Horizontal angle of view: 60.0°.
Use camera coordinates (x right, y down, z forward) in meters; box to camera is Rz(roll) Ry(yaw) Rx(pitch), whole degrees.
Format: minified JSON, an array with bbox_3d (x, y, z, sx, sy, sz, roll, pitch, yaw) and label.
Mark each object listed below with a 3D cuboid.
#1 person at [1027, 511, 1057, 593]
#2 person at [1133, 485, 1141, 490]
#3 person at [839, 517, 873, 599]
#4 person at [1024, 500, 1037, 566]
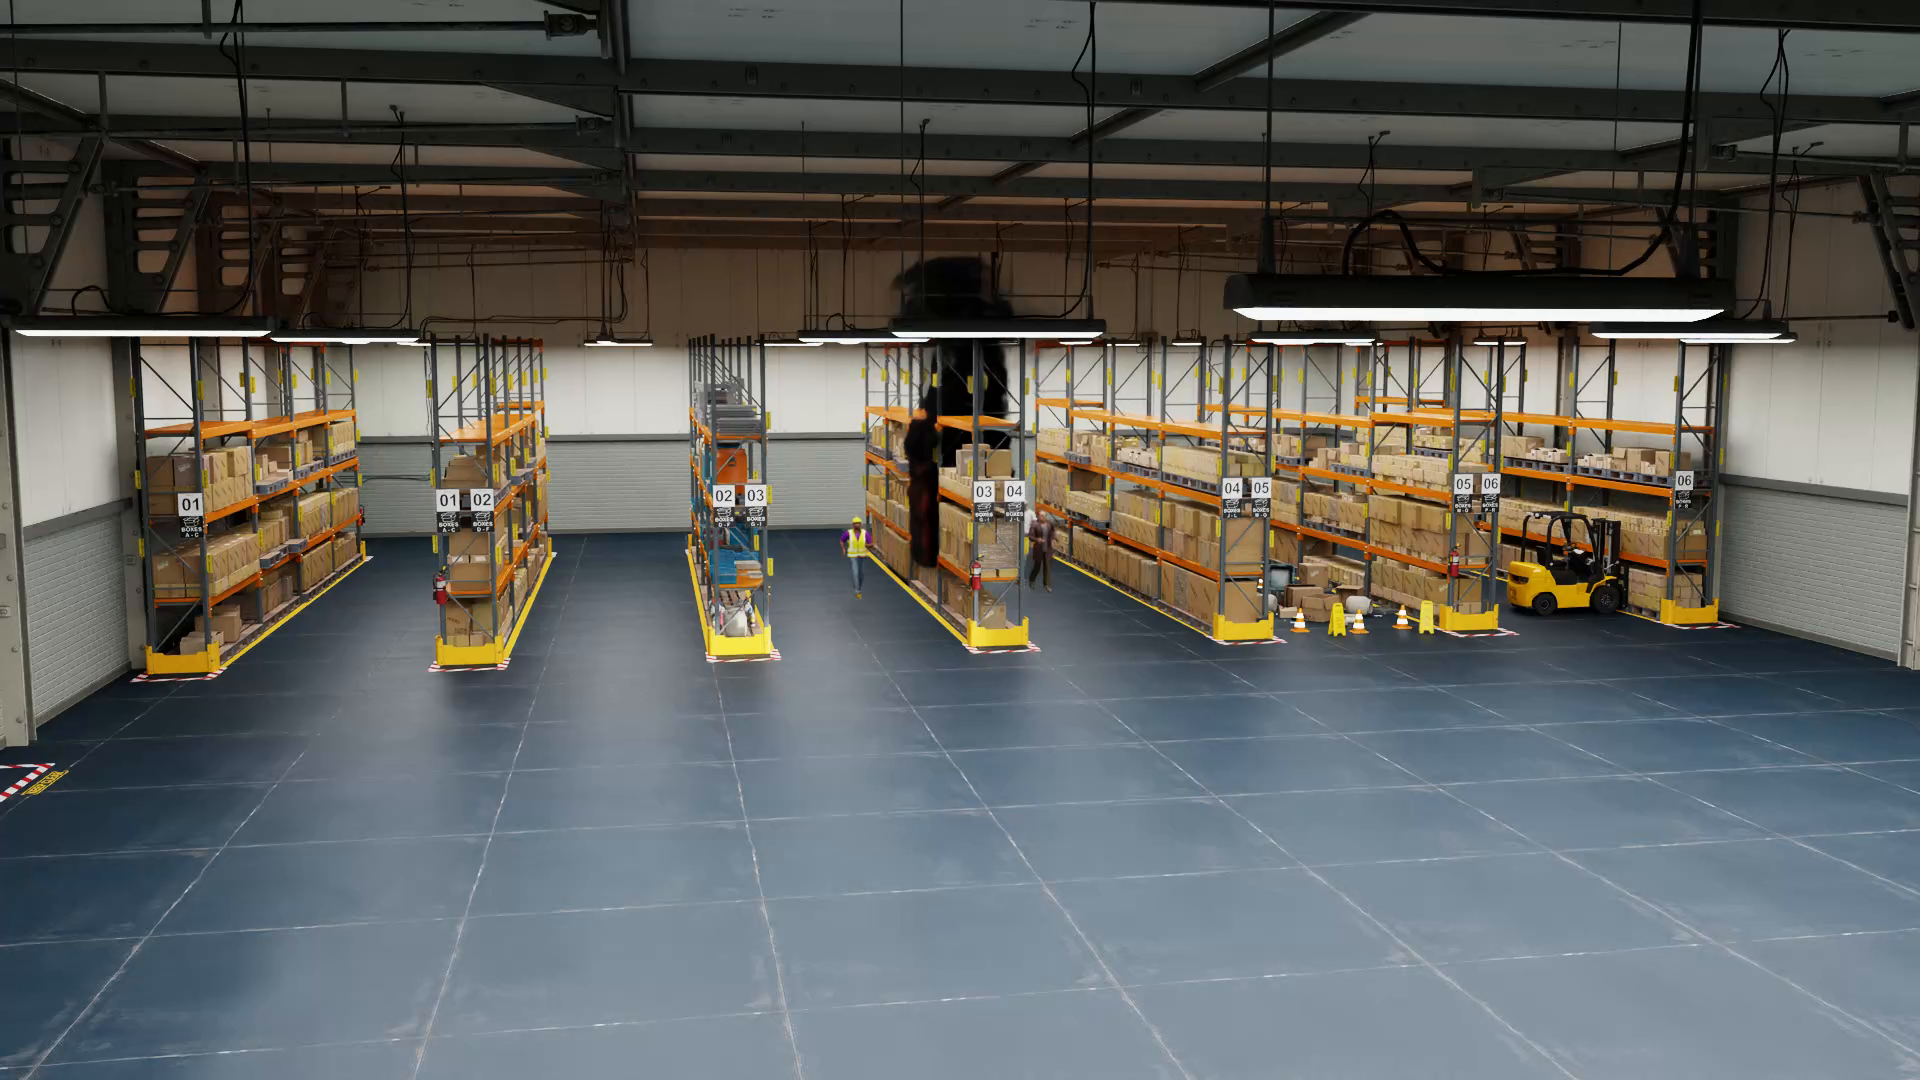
[{"bbox_3d":[1.856,0.287,37.571,0.718,1.727,0.965,-2,7,-16],"label":"person"},{"bbox_3d":[5.545,-0.858,50.655,0.825,1.644,0.574,0,7,-2],"label":"person"},{"bbox_3d":[-2.239,0.397,36.370,0.710,1.792,0.902,-2,7,-16],"label":"person"},{"bbox_3d":[1.694,-0.213,44.152,0.731,1.746,0.930,-1,7,-5],"label":"person"}]
